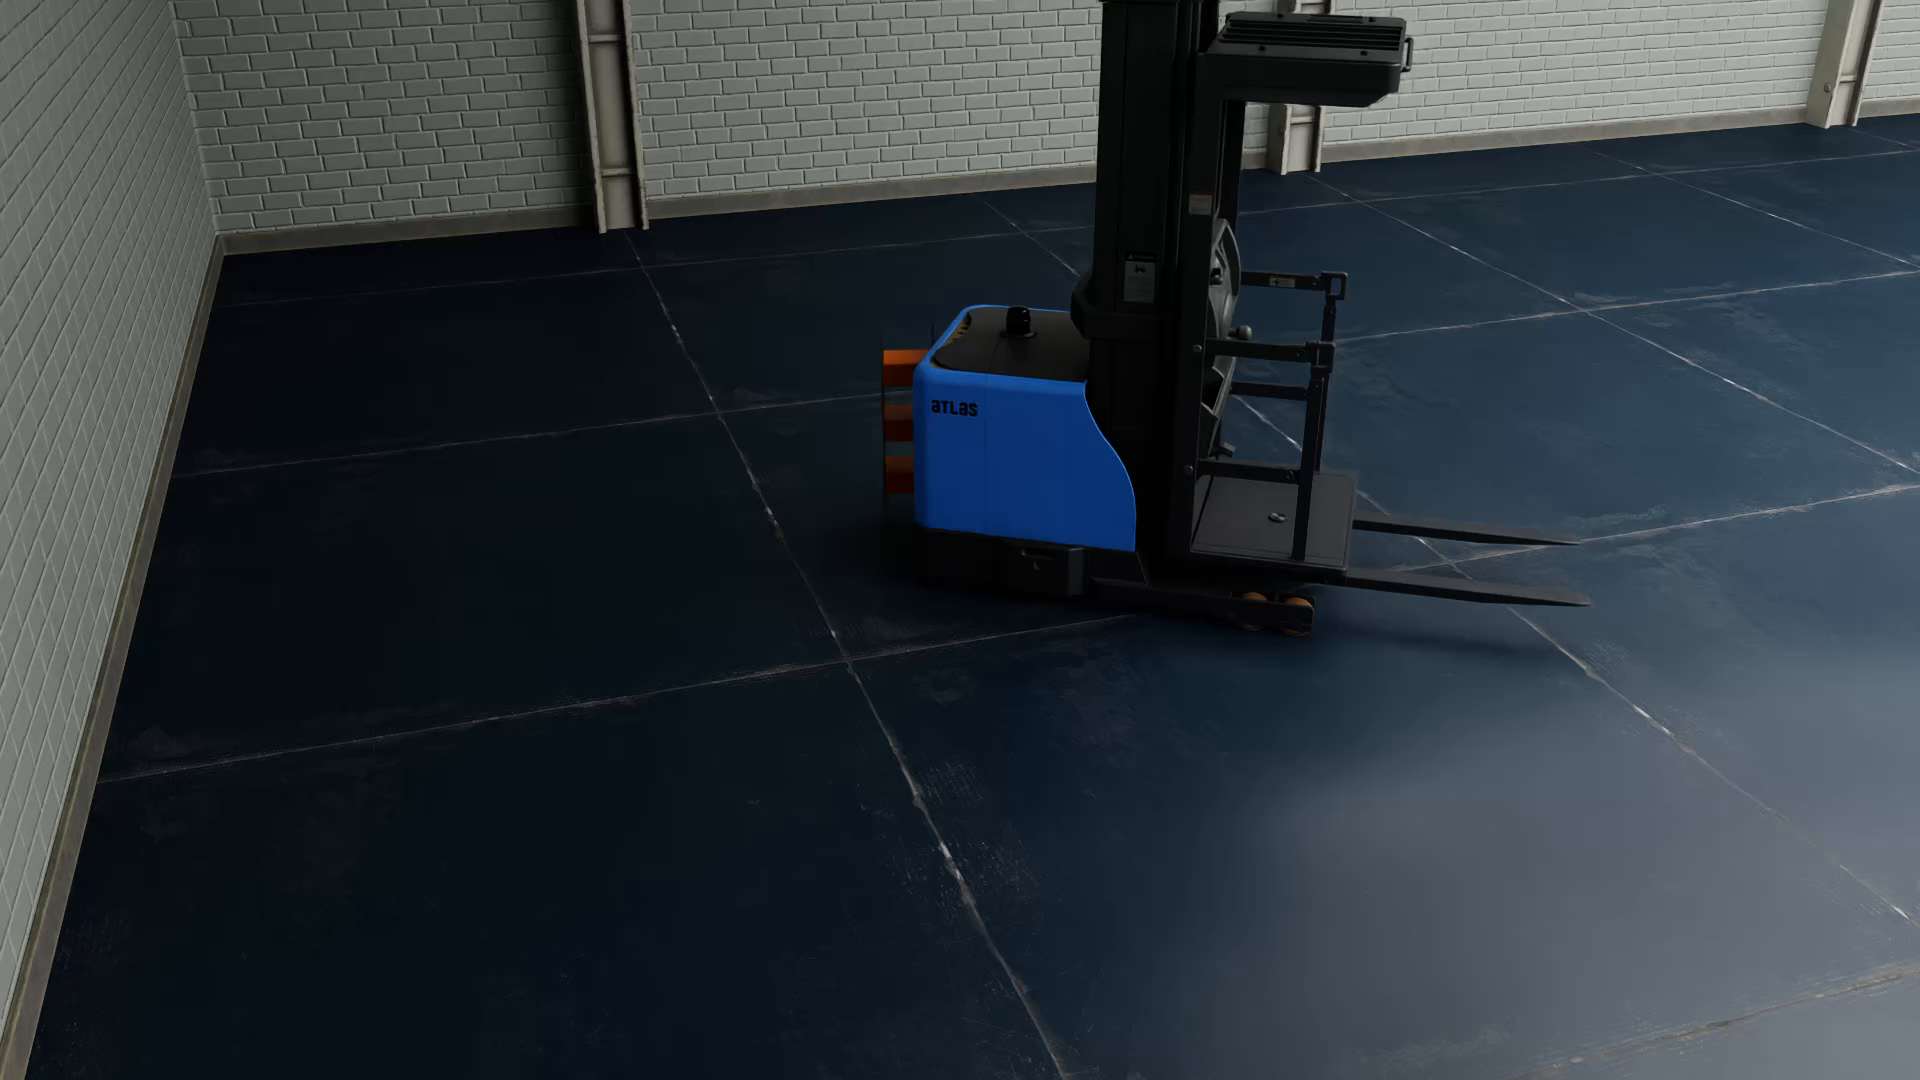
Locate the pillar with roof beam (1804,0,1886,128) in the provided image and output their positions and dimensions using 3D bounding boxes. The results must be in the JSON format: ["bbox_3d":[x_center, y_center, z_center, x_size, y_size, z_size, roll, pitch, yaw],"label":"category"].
[{"bbox_3d":[10.033,-6.378,10.977,0.400,9.000,9.100,-8,28,-16],"label":"pillar with roof beam"}]

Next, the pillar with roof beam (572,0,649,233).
[{"bbox_3d":[-1.377,-4.725,7.648,0.400,9.000,9.100,-8,28,-16],"label":"pillar with roof beam"}]

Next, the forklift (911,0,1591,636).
[{"bbox_3d":[1.348,-1.149,7.269,3.031,2.935,1.130,7,27,13],"label":"forklift"}]

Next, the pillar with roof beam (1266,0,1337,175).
[{"bbox_3d":[4.328,-5.551,9.312,0.400,9.000,9.100,-8,28,-16],"label":"pillar with roof beam"}]

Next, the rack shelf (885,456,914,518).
[{"bbox_3d":[-0.251,-0.275,8.272,0.240,0.259,0.215,-1,26,-2],"label":"rack shelf"}]

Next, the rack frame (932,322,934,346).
[{"bbox_3d":[-0.129,-0.536,8.148,0.008,1.050,0.200,-1,26,-2],"label":"rack frame"}]

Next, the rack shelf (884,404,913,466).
[{"bbox_3d":[-0.251,-0.524,8.148,0.240,0.259,0.215,-1,26,-2],"label":"rack shelf"}]

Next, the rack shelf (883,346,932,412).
[{"bbox_3d":[-0.251,-0.778,8.022,0.240,0.259,0.215,-1,26,-2],"label":"rack shelf"}]

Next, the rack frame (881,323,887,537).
[{"bbox_3d":[-0.373,-0.531,8.139,0.008,1.050,0.200,-1,26,-2],"label":"rack frame"}]

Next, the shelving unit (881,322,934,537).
[{"bbox_3d":[-0.251,-0.533,8.143,0.252,1.050,0.215,-1,26,-2],"label":"shelving unit"}]
